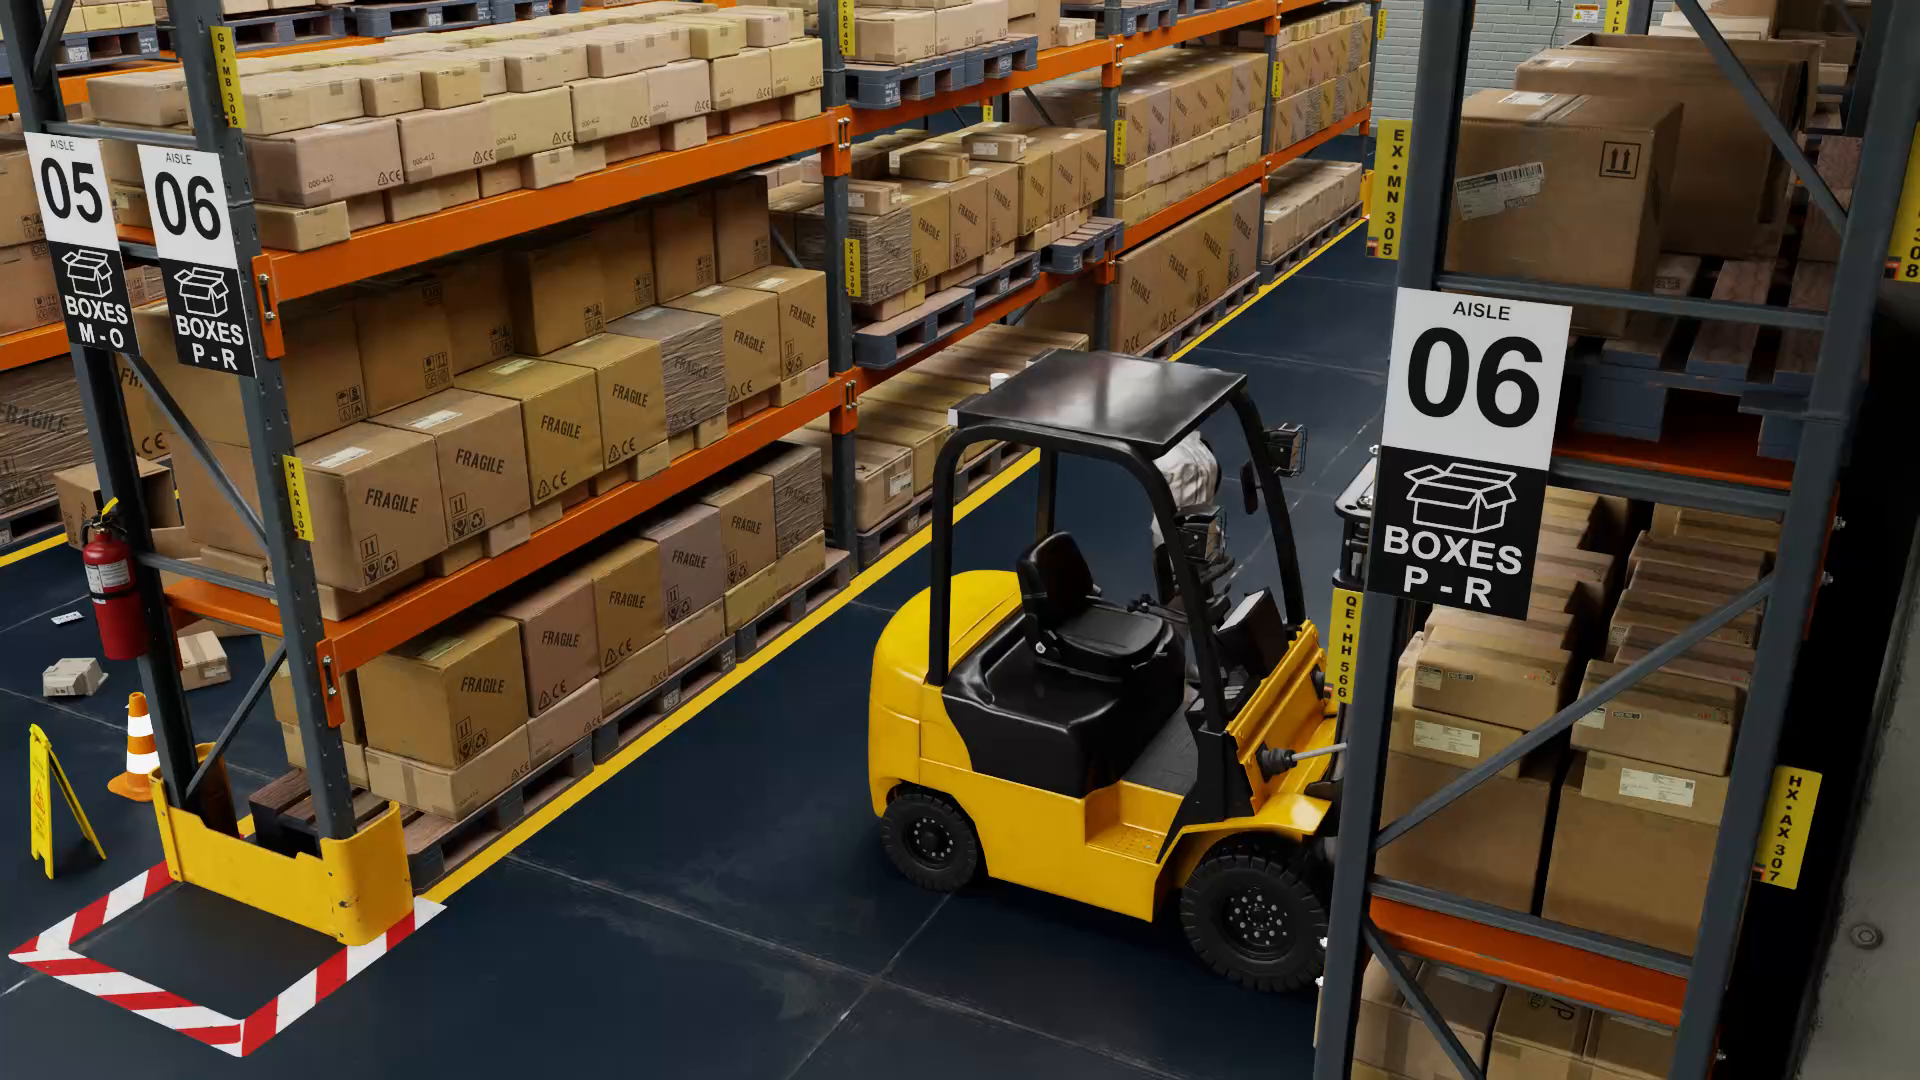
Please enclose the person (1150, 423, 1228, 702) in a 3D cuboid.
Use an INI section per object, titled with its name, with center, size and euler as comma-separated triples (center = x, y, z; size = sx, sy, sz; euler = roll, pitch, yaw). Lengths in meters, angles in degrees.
[person]
center = 1.165, -0.009, 8.539
size = 0.421, 1.713, 0.509
euler = 8, 24, 17
